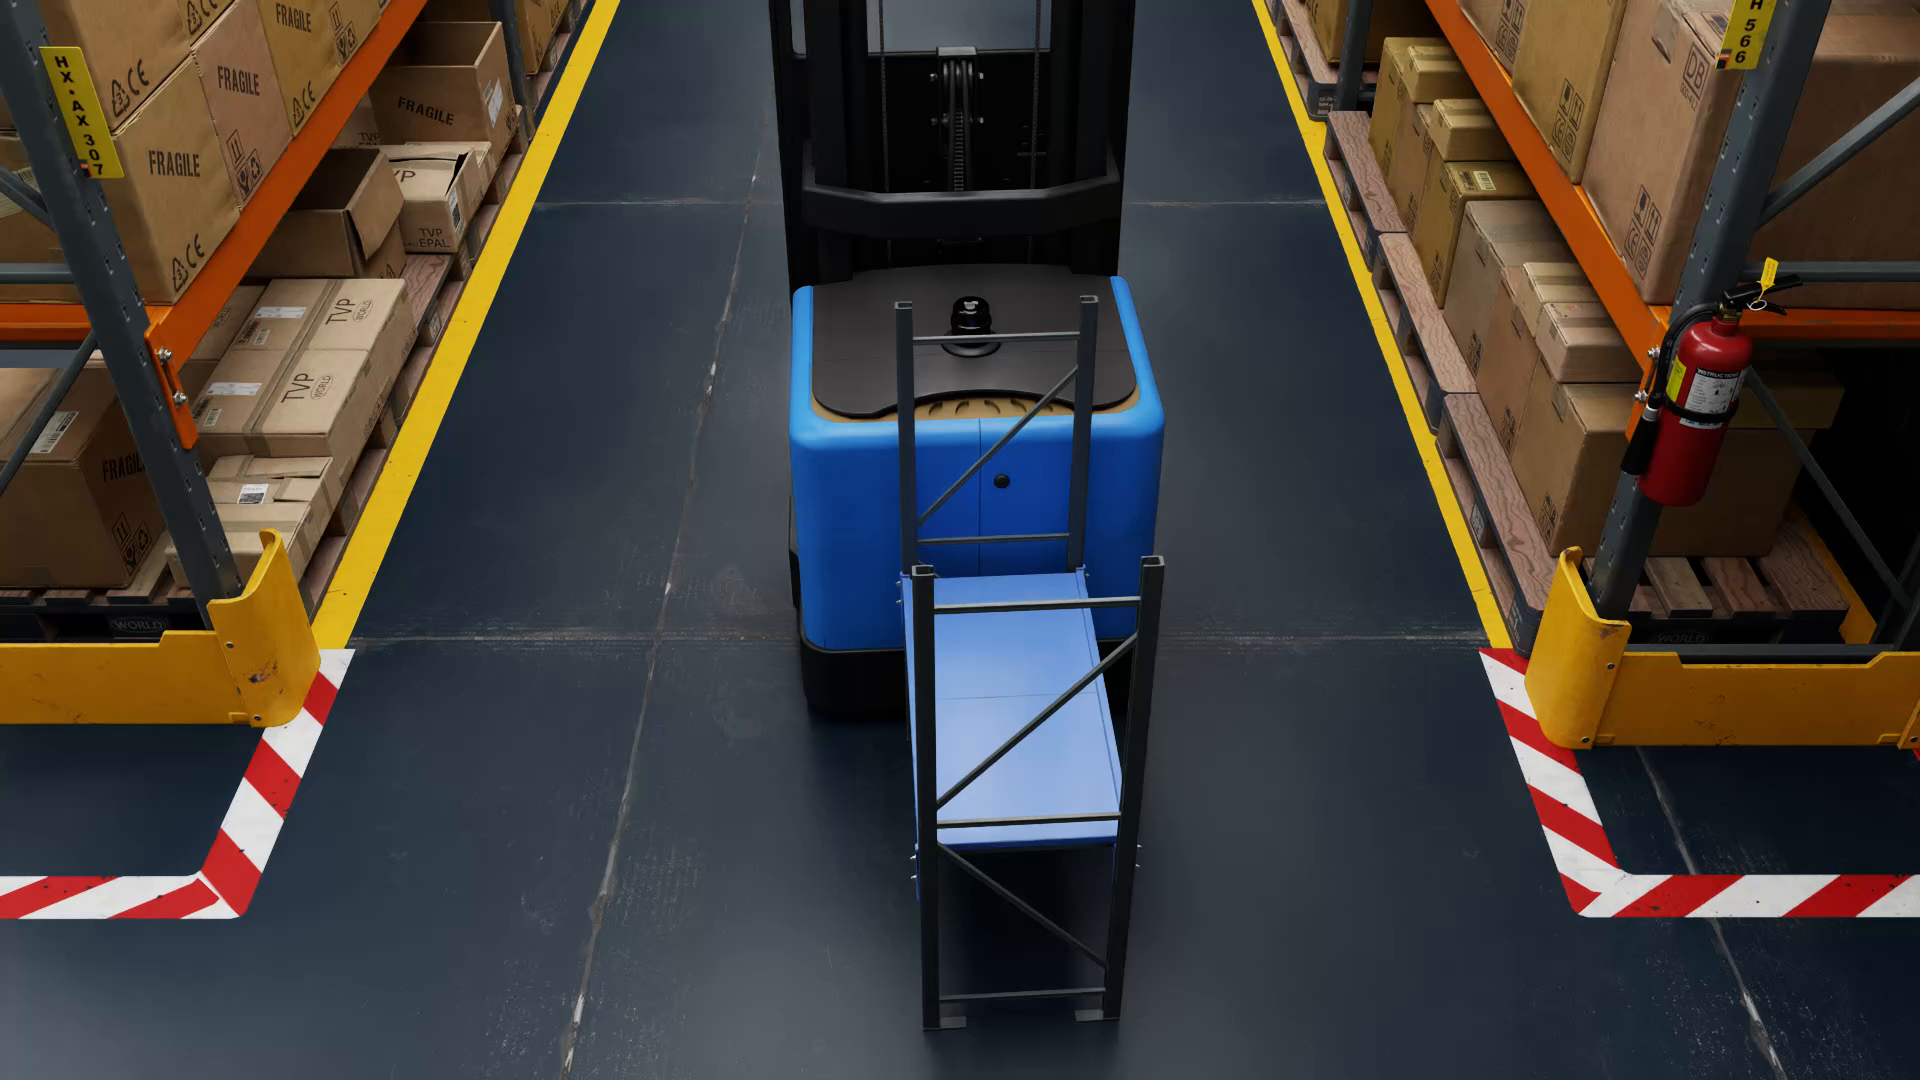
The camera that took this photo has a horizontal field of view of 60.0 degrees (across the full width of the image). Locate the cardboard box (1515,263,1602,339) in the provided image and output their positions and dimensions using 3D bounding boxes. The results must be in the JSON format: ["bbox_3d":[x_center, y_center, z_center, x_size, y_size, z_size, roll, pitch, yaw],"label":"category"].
[{"bbox_3d":[2.062,-0.788,5.478,0.380,0.149,0.250,1,39,1],"label":"cardboard box"}]

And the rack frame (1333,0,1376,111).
[{"bbox_3d":[2.342,-3.170,7.307,1.000,3.000,0.127,0,39,0],"label":"rack frame"}]

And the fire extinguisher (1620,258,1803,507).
[{"bbox_3d":[1.885,-0.398,4.208,0.296,0.674,0.183,0,39,0],"label":"fire extinguisher"}]

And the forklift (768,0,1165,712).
[{"bbox_3d":[-0.039,-1.534,5.320,1.130,2.935,3.031,-2,39,-3],"label":"forklift"}]

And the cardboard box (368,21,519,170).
[{"bbox_3d":[-2.328,-2.004,7.499,0.500,0.500,0.500,0,39,0],"label":"cardboard box"}]

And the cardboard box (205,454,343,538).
[{"bbox_3d":[-2.265,-0.147,5.448,0.380,0.166,0.250,0,39,0],"label":"cardboard box"}]

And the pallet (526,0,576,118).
[{"bbox_3d":[-2.651,-2.584,8.806,1.003,0.211,1.213,0,39,0],"label":"pallet"}]

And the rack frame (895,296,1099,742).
[{"bbox_3d":[0.090,0.001,4.549,0.500,1.500,0.032,-2,39,-3],"label":"rack frame"}]

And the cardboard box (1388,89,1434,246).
[{"bbox_3d":[2.237,-1.576,6.981,0.700,0.500,0.500,0,39,-1],"label":"cardboard box"}]

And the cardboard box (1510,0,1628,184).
[{"bbox_3d":[2.324,-1.559,5.057,0.980,0.700,0.700,0,39,0],"label":"cardboard box"}]

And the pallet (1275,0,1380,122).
[{"bbox_3d":[2.265,-2.564,8.781,1.003,0.211,1.213,0,39,0],"label":"pallet"}]

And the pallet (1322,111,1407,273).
[{"bbox_3d":[2.264,-1.606,7.585,1.003,0.211,1.213,0,39,0],"label":"pallet"}]

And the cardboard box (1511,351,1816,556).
[{"bbox_3d":[2.245,-0.294,5.382,0.700,0.500,0.500,0,39,0],"label":"cardboard box"}]

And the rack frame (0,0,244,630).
[{"bbox_3d":[-2.607,-0.662,4.178,1.000,3.000,0.127,0,39,0],"label":"rack frame"}]

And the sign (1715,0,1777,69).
[{"bbox_3d":[1.804,-1.221,3.759,0.100,0.325,0.005,0,39,0],"label":"sign"}]

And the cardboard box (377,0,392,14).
[{"bbox_3d":[-2.350,-2.247,6.075,0.500,0.500,0.500,1,39,1],"label":"cardboard box"}]

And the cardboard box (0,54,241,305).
[{"bbox_3d":[-2.344,-0.979,4.493,0.500,0.500,0.500,1,39,1],"label":"cardboard box"}]

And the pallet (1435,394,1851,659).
[{"bbox_3d":[2.267,-0.080,5.681,1.003,0.211,1.213,0,39,0],"label":"pallet"}]

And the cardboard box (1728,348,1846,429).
[{"bbox_3d":[2.446,-0.469,5.082,0.380,0.149,0.250,0,39,0],"label":"cardboard box"}]

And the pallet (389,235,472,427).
[{"bbox_3d":[-2.608,-0.881,6.681,1.003,0.211,1.213,0,39,0],"label":"pallet"}]

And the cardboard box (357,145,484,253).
[{"bbox_3d":[-2.327,-1.461,6.973,0.500,0.311,0.500,0,39,0],"label":"cardboard box"}]

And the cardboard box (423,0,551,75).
[{"bbox_3d":[-2.369,-2.663,8.321,0.500,0.500,0.500,-2,39,-2],"label":"cardboard box"}]

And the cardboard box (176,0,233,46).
[{"bbox_3d":[-2.352,-1.696,4.588,0.500,0.500,0.500,0,39,0],"label":"cardboard box"}]

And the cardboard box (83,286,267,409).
[{"bbox_3d":[-2.826,-0.695,6.066,0.500,0.250,0.500,0,39,0],"label":"cardboard box"}]

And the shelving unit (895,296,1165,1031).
[{"bbox_3d":[0.122,0.319,4.153,0.538,1.500,1.048,-2,39,-3],"label":"shelving unit"}]

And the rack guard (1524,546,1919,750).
[{"bbox_3d":[2.346,0.322,4.948,1.175,0.500,0.348,0,39,0],"label":"rack guard"}]

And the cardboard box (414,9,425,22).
[{"bbox_3d":[-2.899,-2.668,8.328,0.500,0.500,0.500,0,39,0],"label":"cardboard box"}]

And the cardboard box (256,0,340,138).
[{"bbox_3d":[-2.348,-1.616,5.287,0.500,0.500,0.500,0,39,0],"label":"cardboard box"}]

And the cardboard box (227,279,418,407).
[{"bbox_3d":[-2.326,-0.727,6.105,0.500,0.250,0.500,0,39,0],"label":"cardboard box"}]

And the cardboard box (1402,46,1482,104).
[{"bbox_3d":[2.058,-1.929,6.903,0.380,0.149,0.250,1,39,1],"label":"cardboard box"}]

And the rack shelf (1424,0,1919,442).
[{"bbox_3d":[2.344,-1.638,5.971,1.077,0.370,4.000,0,39,0],"label":"rack shelf"}]

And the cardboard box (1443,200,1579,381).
[{"bbox_3d":[2.244,-0.922,6.165,0.700,0.500,0.500,-1,39,-2],"label":"cardboard box"}]
